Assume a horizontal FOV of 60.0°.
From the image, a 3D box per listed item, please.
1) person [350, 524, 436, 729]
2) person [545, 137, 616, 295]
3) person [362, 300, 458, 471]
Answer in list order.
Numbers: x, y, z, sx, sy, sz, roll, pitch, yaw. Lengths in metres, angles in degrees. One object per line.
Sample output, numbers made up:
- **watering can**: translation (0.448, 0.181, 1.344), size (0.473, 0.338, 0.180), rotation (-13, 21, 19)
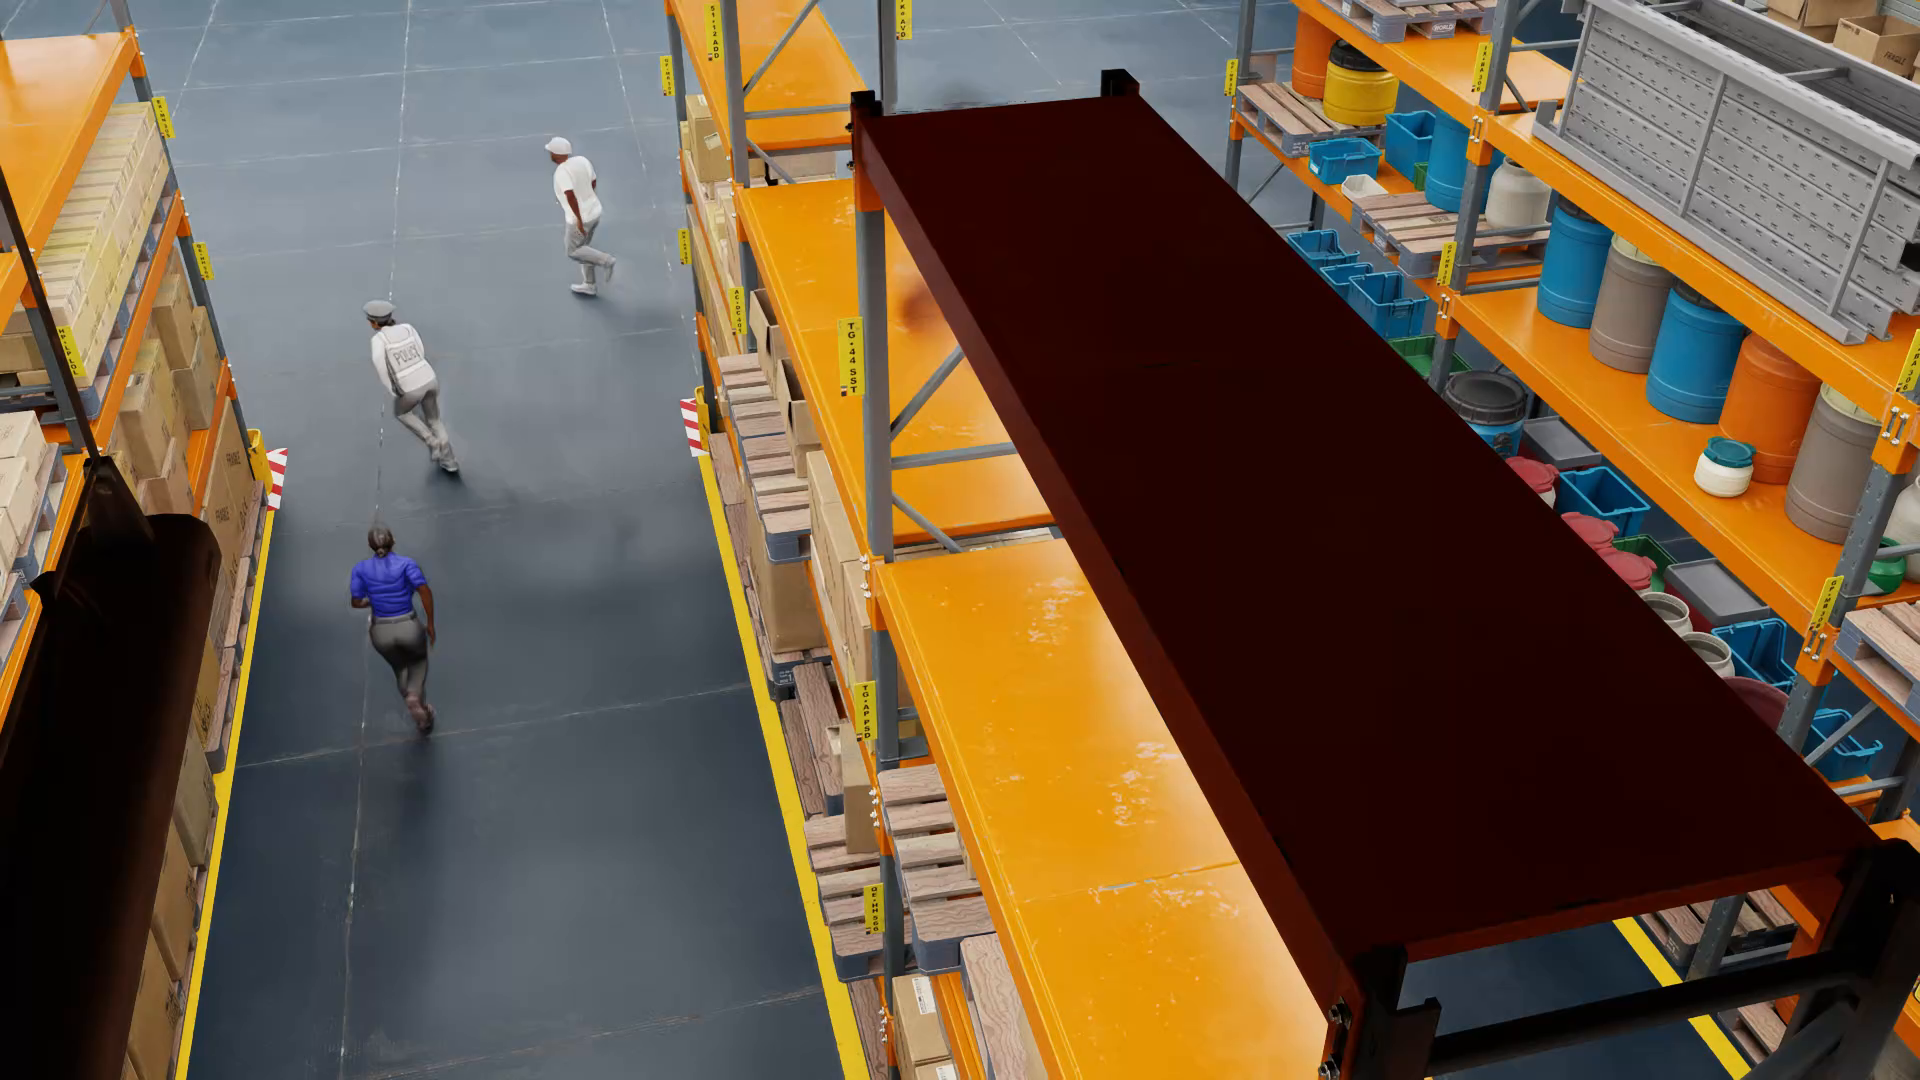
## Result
- **person**: translation (-3.955, 0.658, 11.773), size (0.548, 1.587, 0.696), rotation (-9, 35, -13)
- **person**: translation (-3.981, -3.404, 17.575), size (0.749, 1.704, 0.685), rotation (15, 37, 20)
- **person**: translation (-4.895, -1.324, 14.699), size (0.842, 1.503, 0.643), rotation (21, 39, 27)
